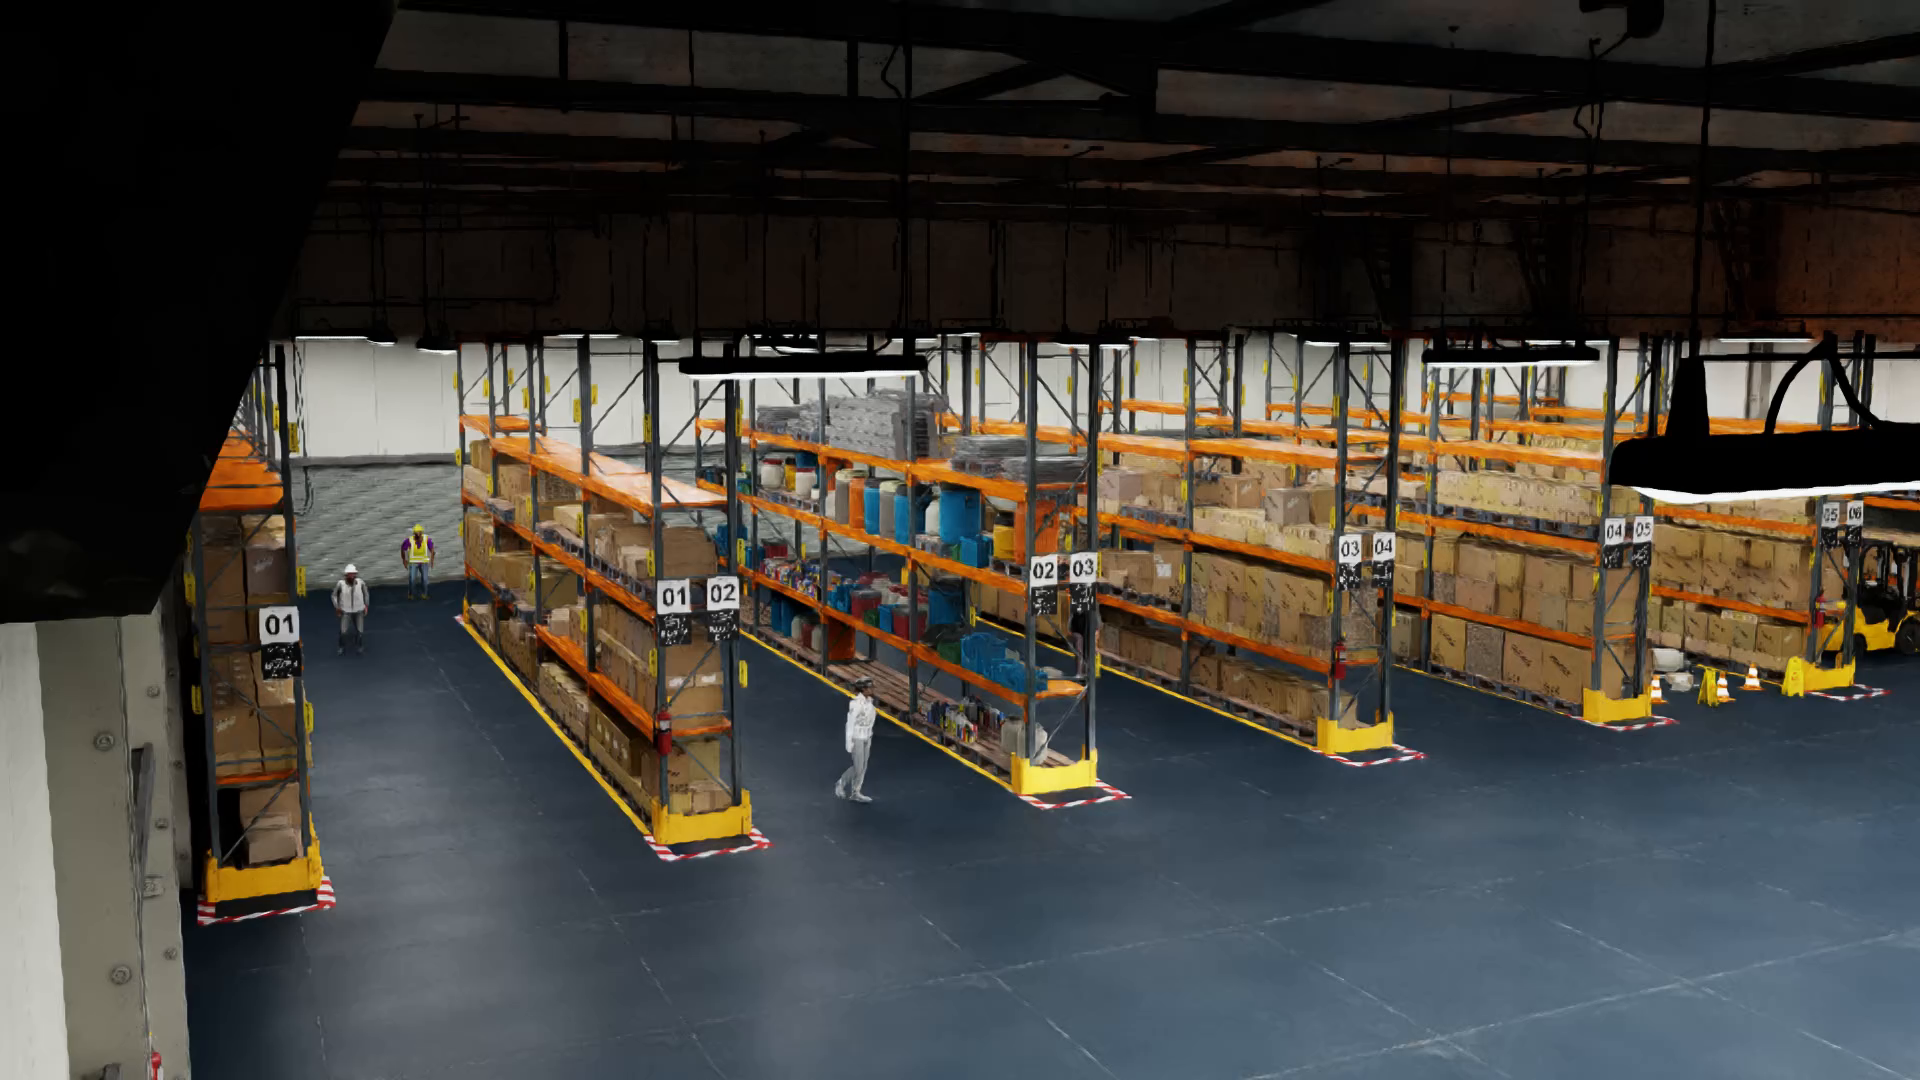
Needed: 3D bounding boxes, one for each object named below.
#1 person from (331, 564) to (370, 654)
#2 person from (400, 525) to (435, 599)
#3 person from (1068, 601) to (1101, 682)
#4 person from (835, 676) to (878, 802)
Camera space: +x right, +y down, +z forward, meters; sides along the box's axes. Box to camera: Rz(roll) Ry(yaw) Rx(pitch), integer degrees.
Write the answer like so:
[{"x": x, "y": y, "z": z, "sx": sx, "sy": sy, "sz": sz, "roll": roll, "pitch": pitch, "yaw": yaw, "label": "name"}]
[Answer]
[{"x": -11.388, "y": 1.296, "z": 31.119, "sx": 0.677, "sy": 1.726, "sz": 0.574, "roll": -4, "pitch": 9, "yaw": -26, "label": "person"}, {"x": -12.087, "y": 0.494, "z": 37.095, "sx": 0.719, "sy": 1.714, "sz": 0.578, "roll": -4, "pitch": 9, "yaw": -25, "label": "person"}, {"x": 2.174, "y": 1.603, "z": 28.964, "sx": 0.538, "sy": 1.662, "sz": 1.032, "roll": -2, "pitch": 8, "yaw": -15, "label": "person"}, {"x": -1.362, "y": 2.589, "z": 21.739, "sx": 0.519, "sy": 1.671, "sz": 0.530, "roll": 4, "pitch": 9, "yaw": 28, "label": "person"}]
